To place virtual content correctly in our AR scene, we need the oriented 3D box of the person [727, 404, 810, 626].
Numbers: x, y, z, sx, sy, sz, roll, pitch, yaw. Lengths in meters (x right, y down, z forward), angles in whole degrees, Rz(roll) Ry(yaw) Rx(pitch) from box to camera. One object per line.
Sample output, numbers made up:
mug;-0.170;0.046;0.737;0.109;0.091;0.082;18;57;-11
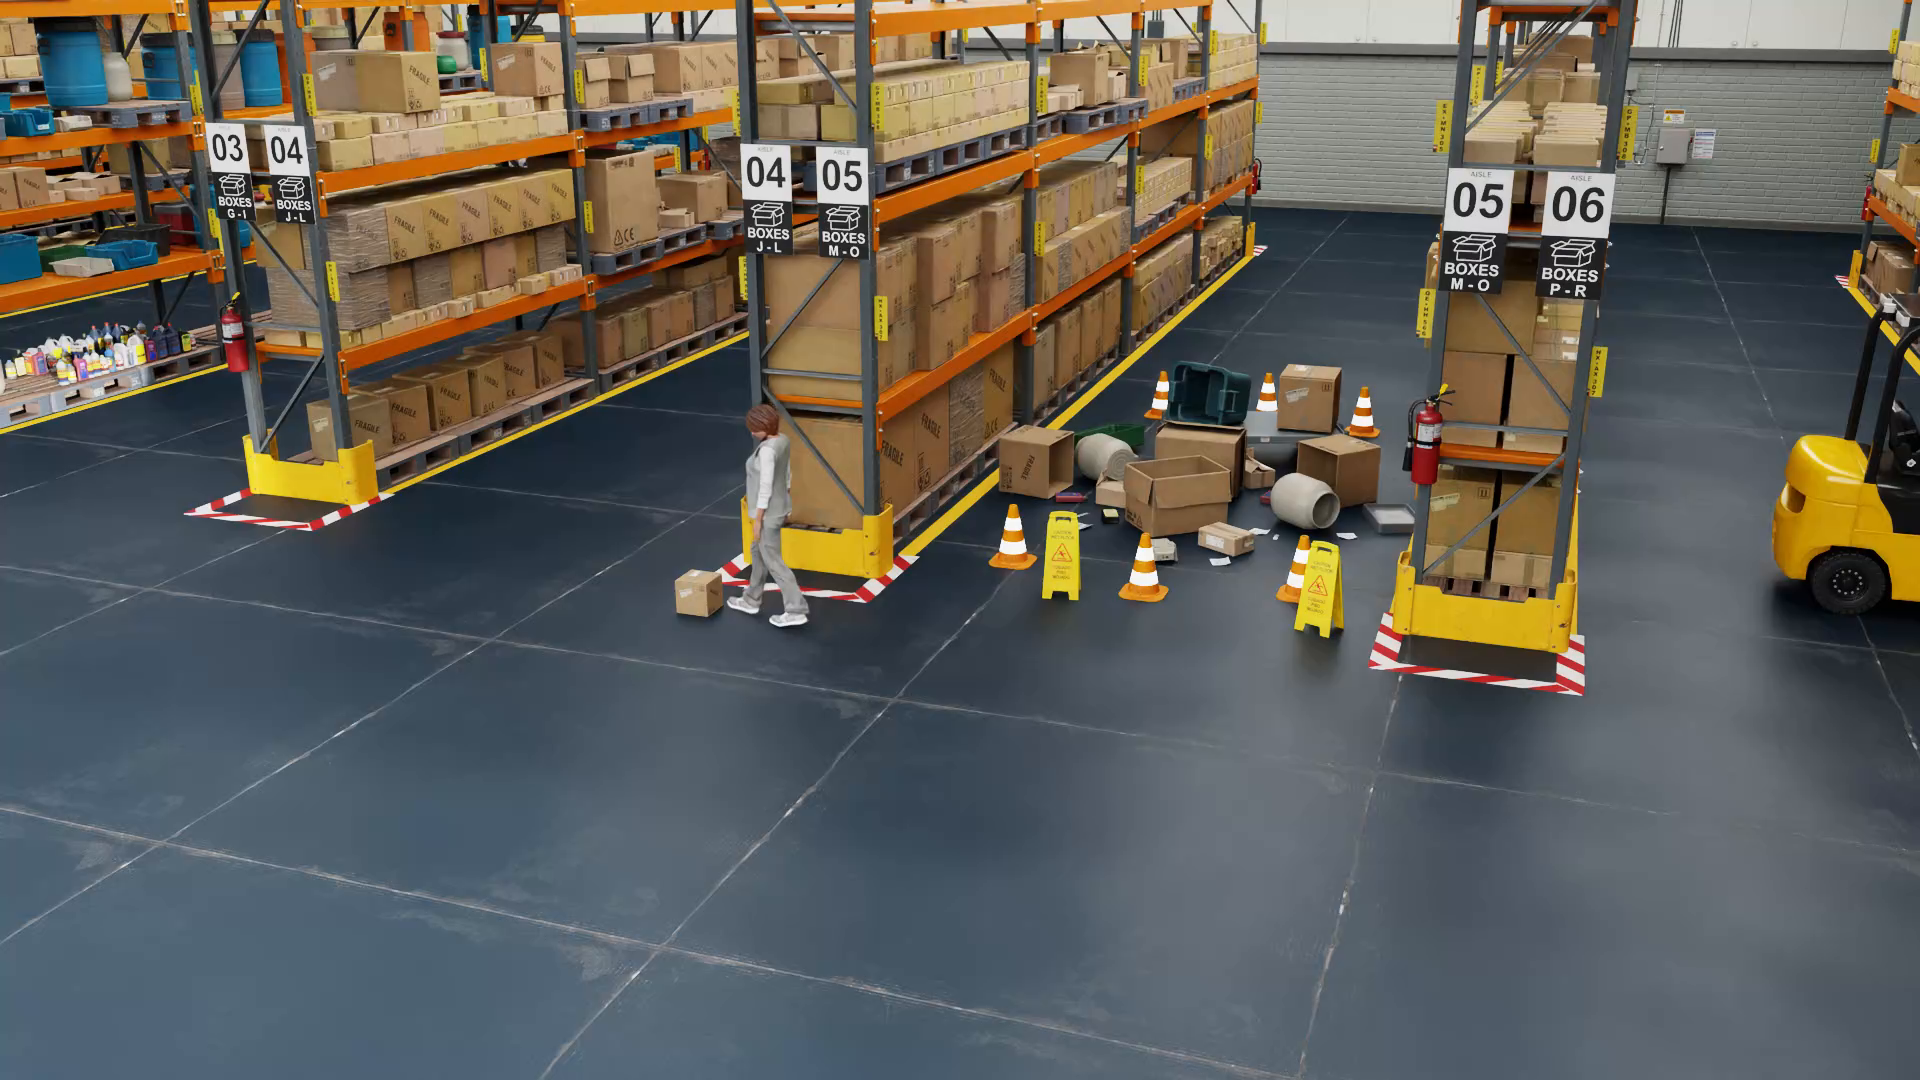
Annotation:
person;-1.381;-0.181;11.574;0.699;1.566;0.457;5;19;13
